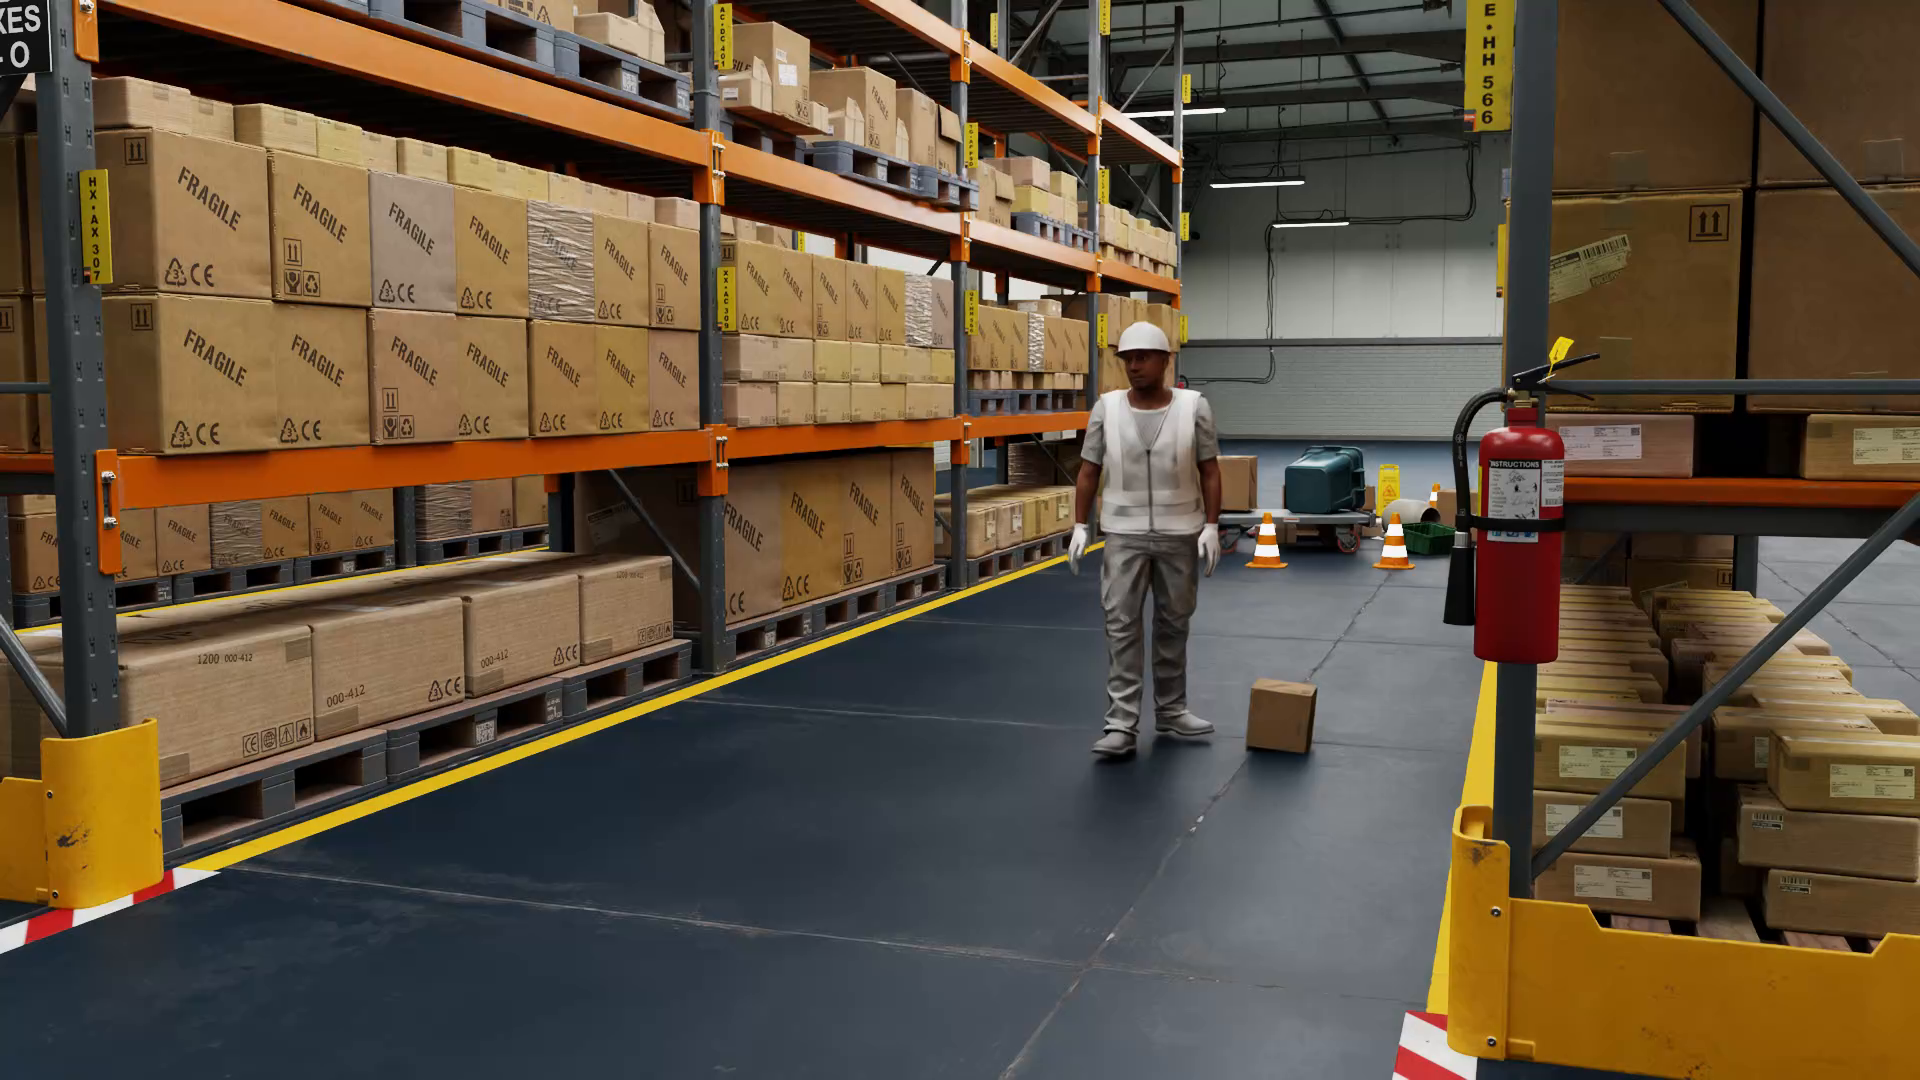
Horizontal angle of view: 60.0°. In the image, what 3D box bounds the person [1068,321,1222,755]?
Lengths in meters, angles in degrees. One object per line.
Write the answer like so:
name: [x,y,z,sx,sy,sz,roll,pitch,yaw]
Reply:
person: [0.769,-0.010,6.926,0.636,1.789,0.643,0,5,5]
